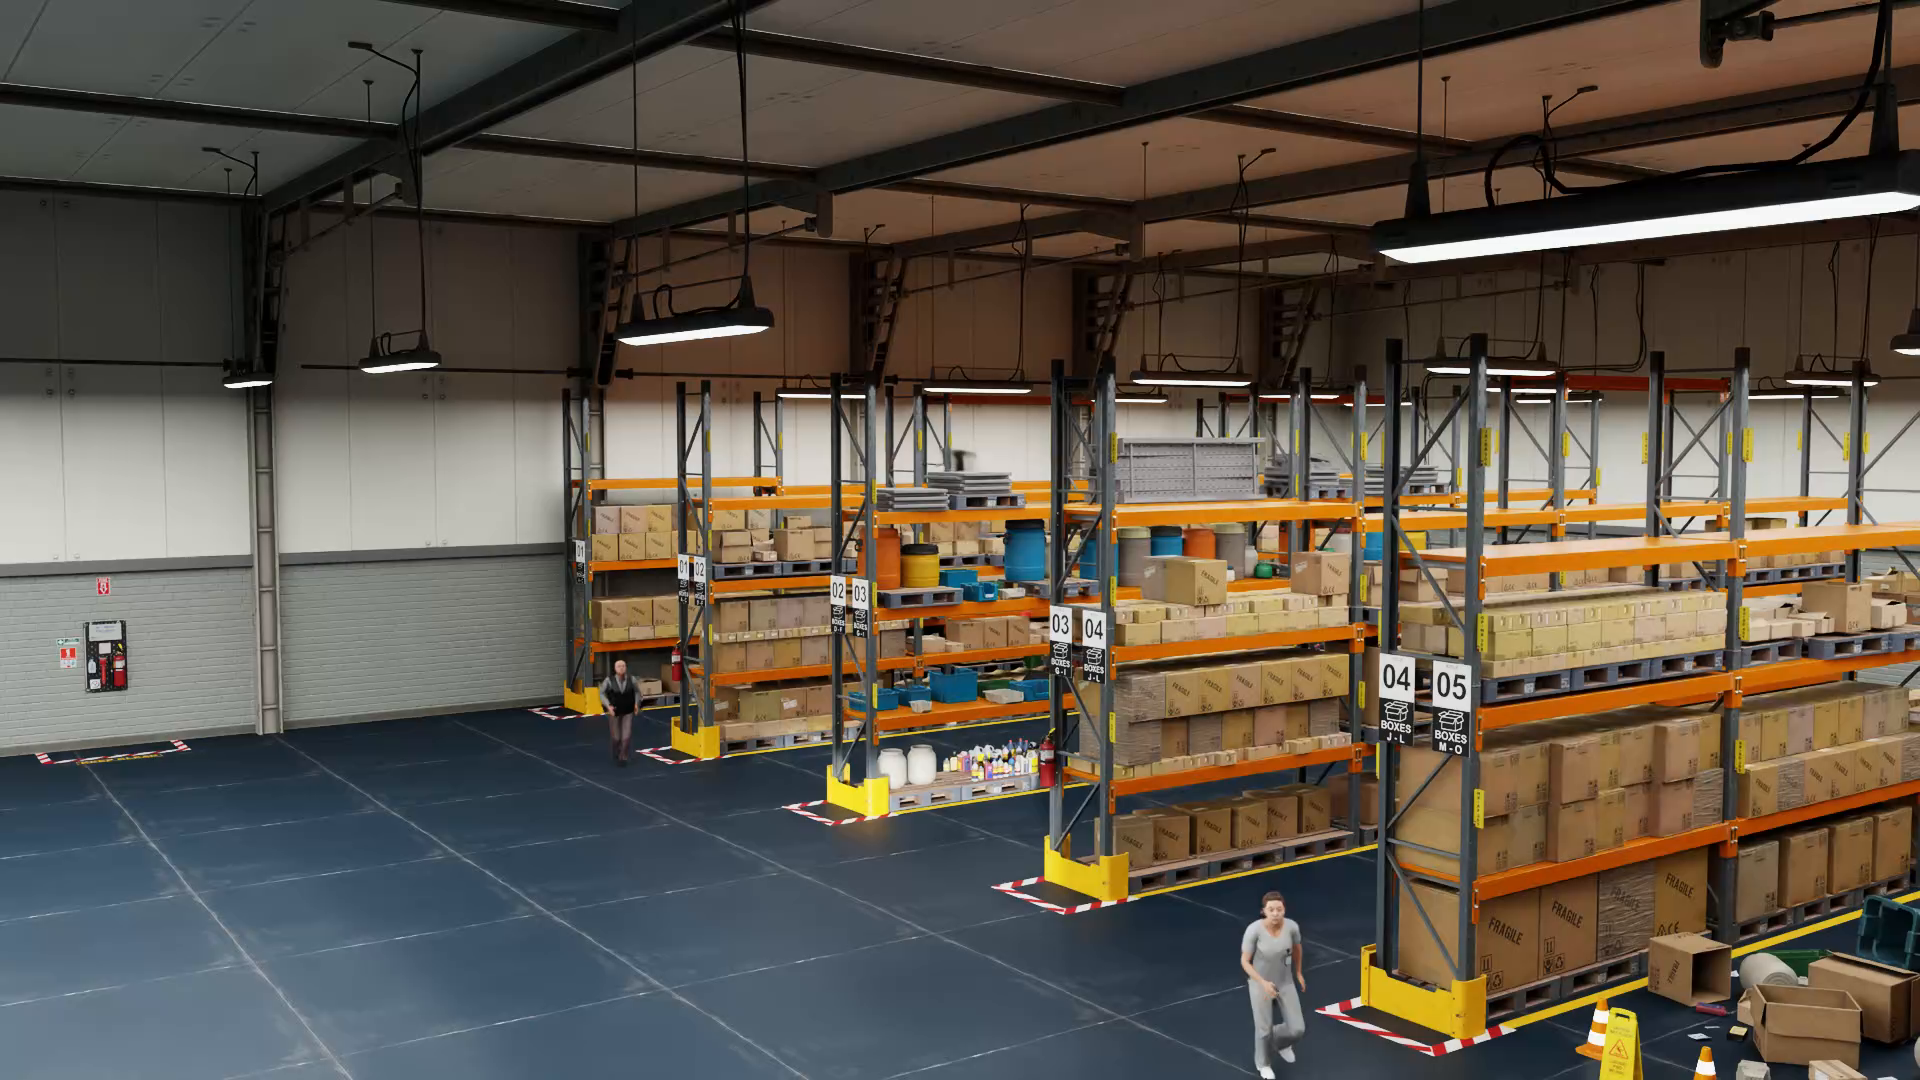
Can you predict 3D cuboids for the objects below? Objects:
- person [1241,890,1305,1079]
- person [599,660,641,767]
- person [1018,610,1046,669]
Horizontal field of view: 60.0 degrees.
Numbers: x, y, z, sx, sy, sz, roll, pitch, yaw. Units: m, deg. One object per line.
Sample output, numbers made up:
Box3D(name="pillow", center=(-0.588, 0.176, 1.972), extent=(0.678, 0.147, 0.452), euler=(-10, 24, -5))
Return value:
Box3D(name="person", center=(2.483, 3.534, 13.146), extent=(0.573, 1.580, 0.733), euler=(0, 4, -5))
Box3D(name="person", center=(-5.293, 2.682, 25.900), extent=(0.659, 1.658, 0.631), euler=(-1, 4, -17))
Box3D(name="person", center=(1.406, 2.214, 33.034), extent=(0.687, 1.673, 0.785), euler=(4, 5, 44))
